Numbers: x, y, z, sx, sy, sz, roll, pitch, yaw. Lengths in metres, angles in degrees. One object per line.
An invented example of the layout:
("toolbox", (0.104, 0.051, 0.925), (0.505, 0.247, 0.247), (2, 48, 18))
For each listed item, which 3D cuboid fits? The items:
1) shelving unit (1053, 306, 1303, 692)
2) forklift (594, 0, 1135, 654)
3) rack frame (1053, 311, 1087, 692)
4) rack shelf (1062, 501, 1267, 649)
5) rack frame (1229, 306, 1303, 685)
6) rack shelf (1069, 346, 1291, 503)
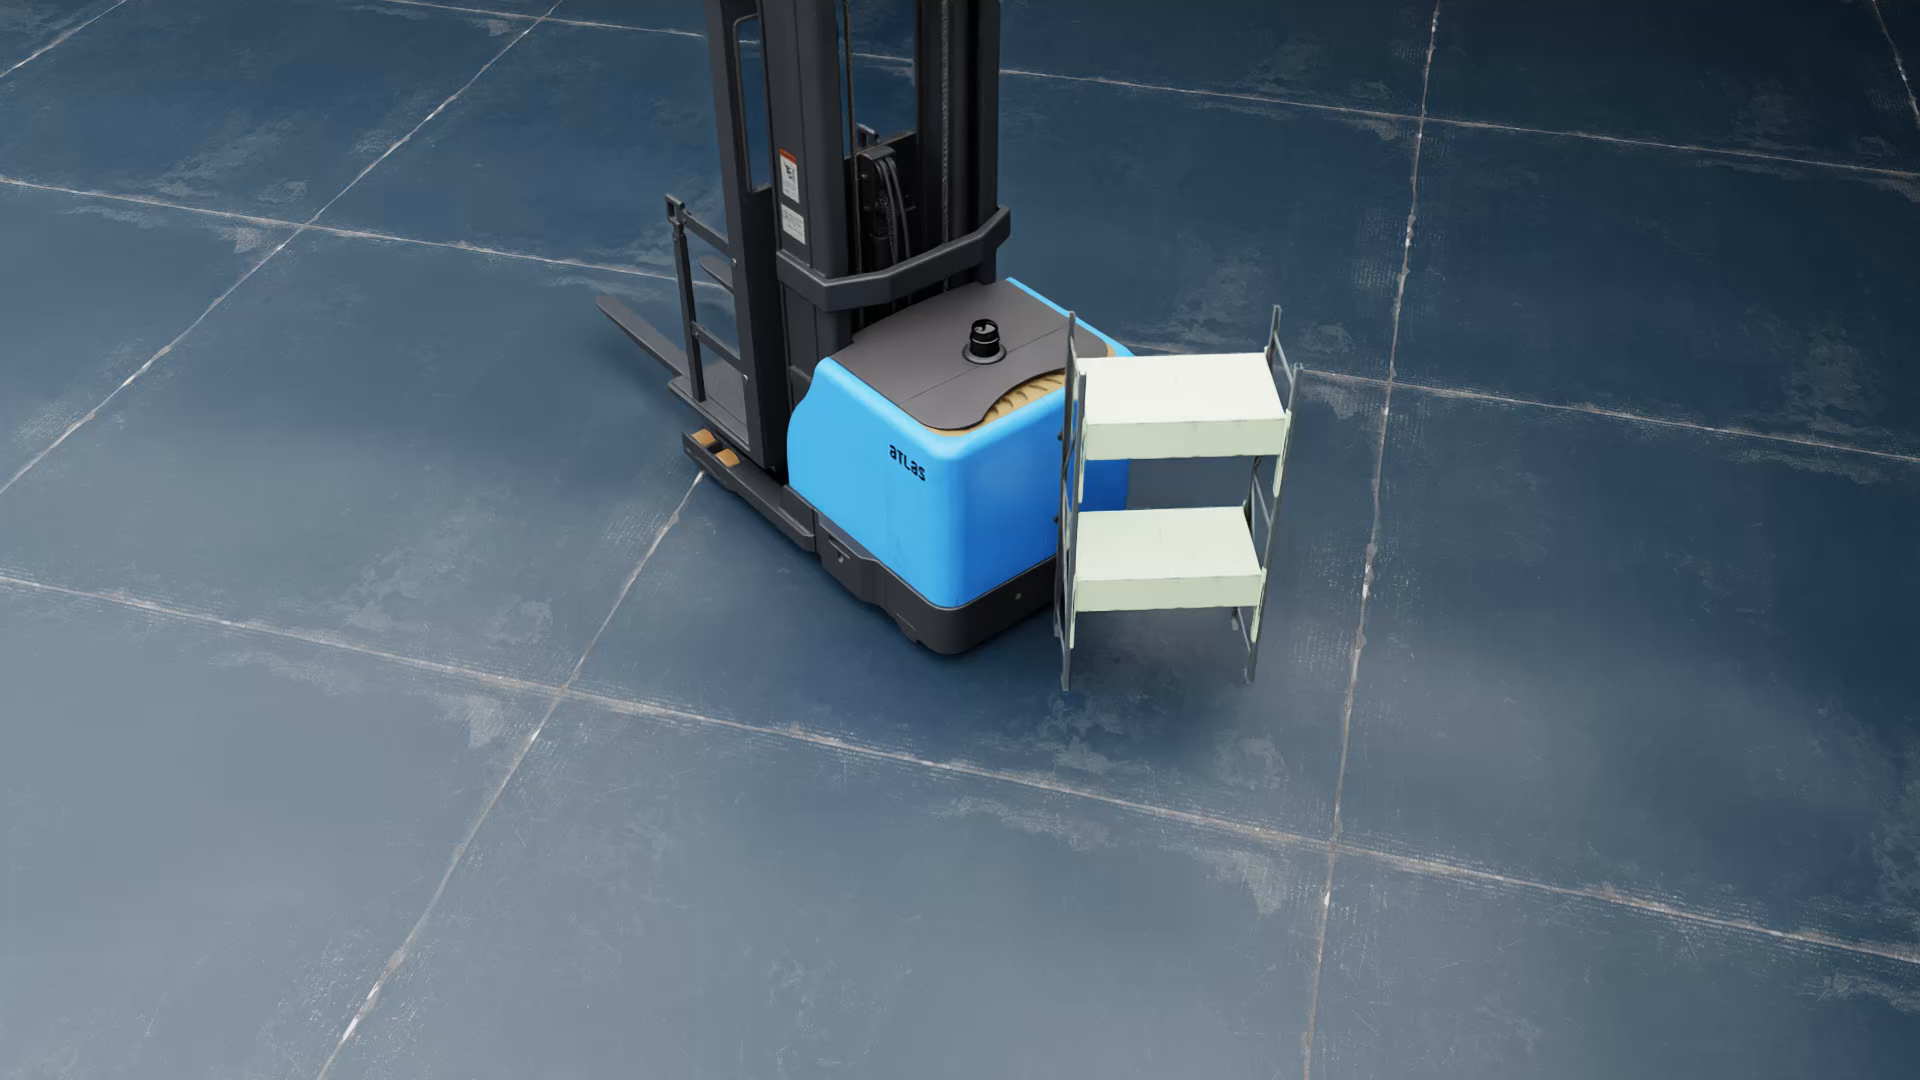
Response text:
("shelving unit", (0.770, -0.118, 6.224), (0.755, 1.500, 0.431), (-2, 40, -2))
("forklift", (-0.616, -1.550, 6.817), (1.130, 2.935, 3.031), (-28, 47, -29))
("rack frame", (0.405, -0.106, 6.210), (0.023, 1.500, 0.400), (-2, 40, -2))
("rack shelf", (0.770, 0.132, 6.434), (0.720, 0.370, 0.431), (-2, 40, -2))
("rack frame", (1.136, -0.130, 6.239), (0.023, 1.500, 0.400), (-2, 40, -2))
("rack shelf", (0.770, -0.417, 5.973), (0.720, 0.370, 0.431), (-2, 40, -2))
